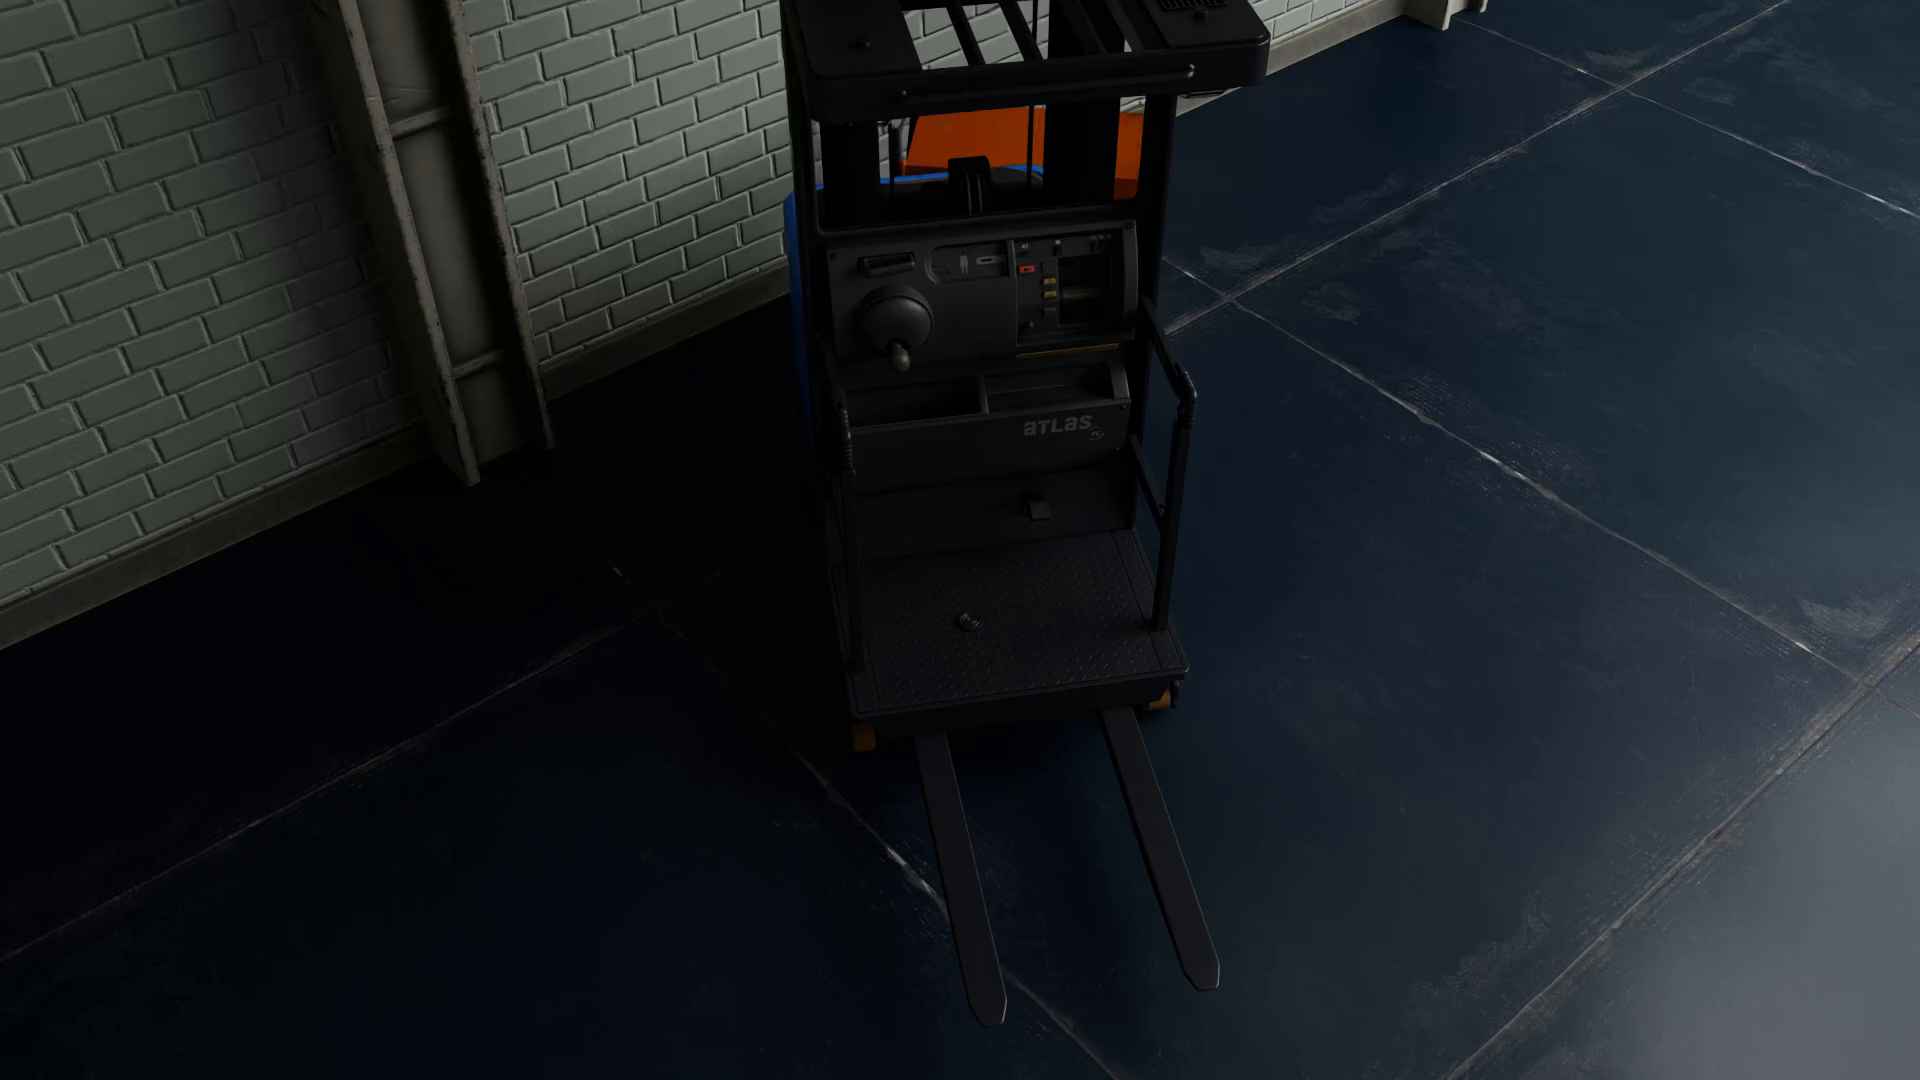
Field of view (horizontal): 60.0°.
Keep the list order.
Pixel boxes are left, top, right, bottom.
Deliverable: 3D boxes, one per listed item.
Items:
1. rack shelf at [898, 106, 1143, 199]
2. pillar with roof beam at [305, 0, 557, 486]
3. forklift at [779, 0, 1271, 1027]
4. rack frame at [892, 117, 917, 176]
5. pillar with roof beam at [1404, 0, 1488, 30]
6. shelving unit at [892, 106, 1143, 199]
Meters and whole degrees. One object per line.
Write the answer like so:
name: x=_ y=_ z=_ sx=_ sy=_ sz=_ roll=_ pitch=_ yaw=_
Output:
rack shelf: x=0.290 y=-1.482 z=6.579 sx=1.000 sy=0.278 sz=0.538 roll=4 pitch=43 yaw=5
pillar with roof beam: x=0.902 y=-1.393 z=1.160 sx=0.400 sy=9.000 sz=9.100 roll=-30 pitch=51 yaw=-28
forklift: x=0.114 y=-0.644 z=4.795 sx=1.130 sy=2.935 sz=3.031 roll=-7 pitch=44 yaw=-8
rack frame: x=-0.215 y=-1.309 z=6.822 sx=0.032 sy=1.125 sz=0.500 roll=4 pitch=43 yaw=5
pillar with roof beam: x=5.505 y=-4.029 z=3.966 sx=0.400 sy=9.000 sz=9.100 roll=-30 pitch=51 yaw=-28
shelving unit: x=0.290 y=-1.269 z=6.779 sx=1.048 sy=1.125 sz=0.538 roll=4 pitch=43 yaw=5
